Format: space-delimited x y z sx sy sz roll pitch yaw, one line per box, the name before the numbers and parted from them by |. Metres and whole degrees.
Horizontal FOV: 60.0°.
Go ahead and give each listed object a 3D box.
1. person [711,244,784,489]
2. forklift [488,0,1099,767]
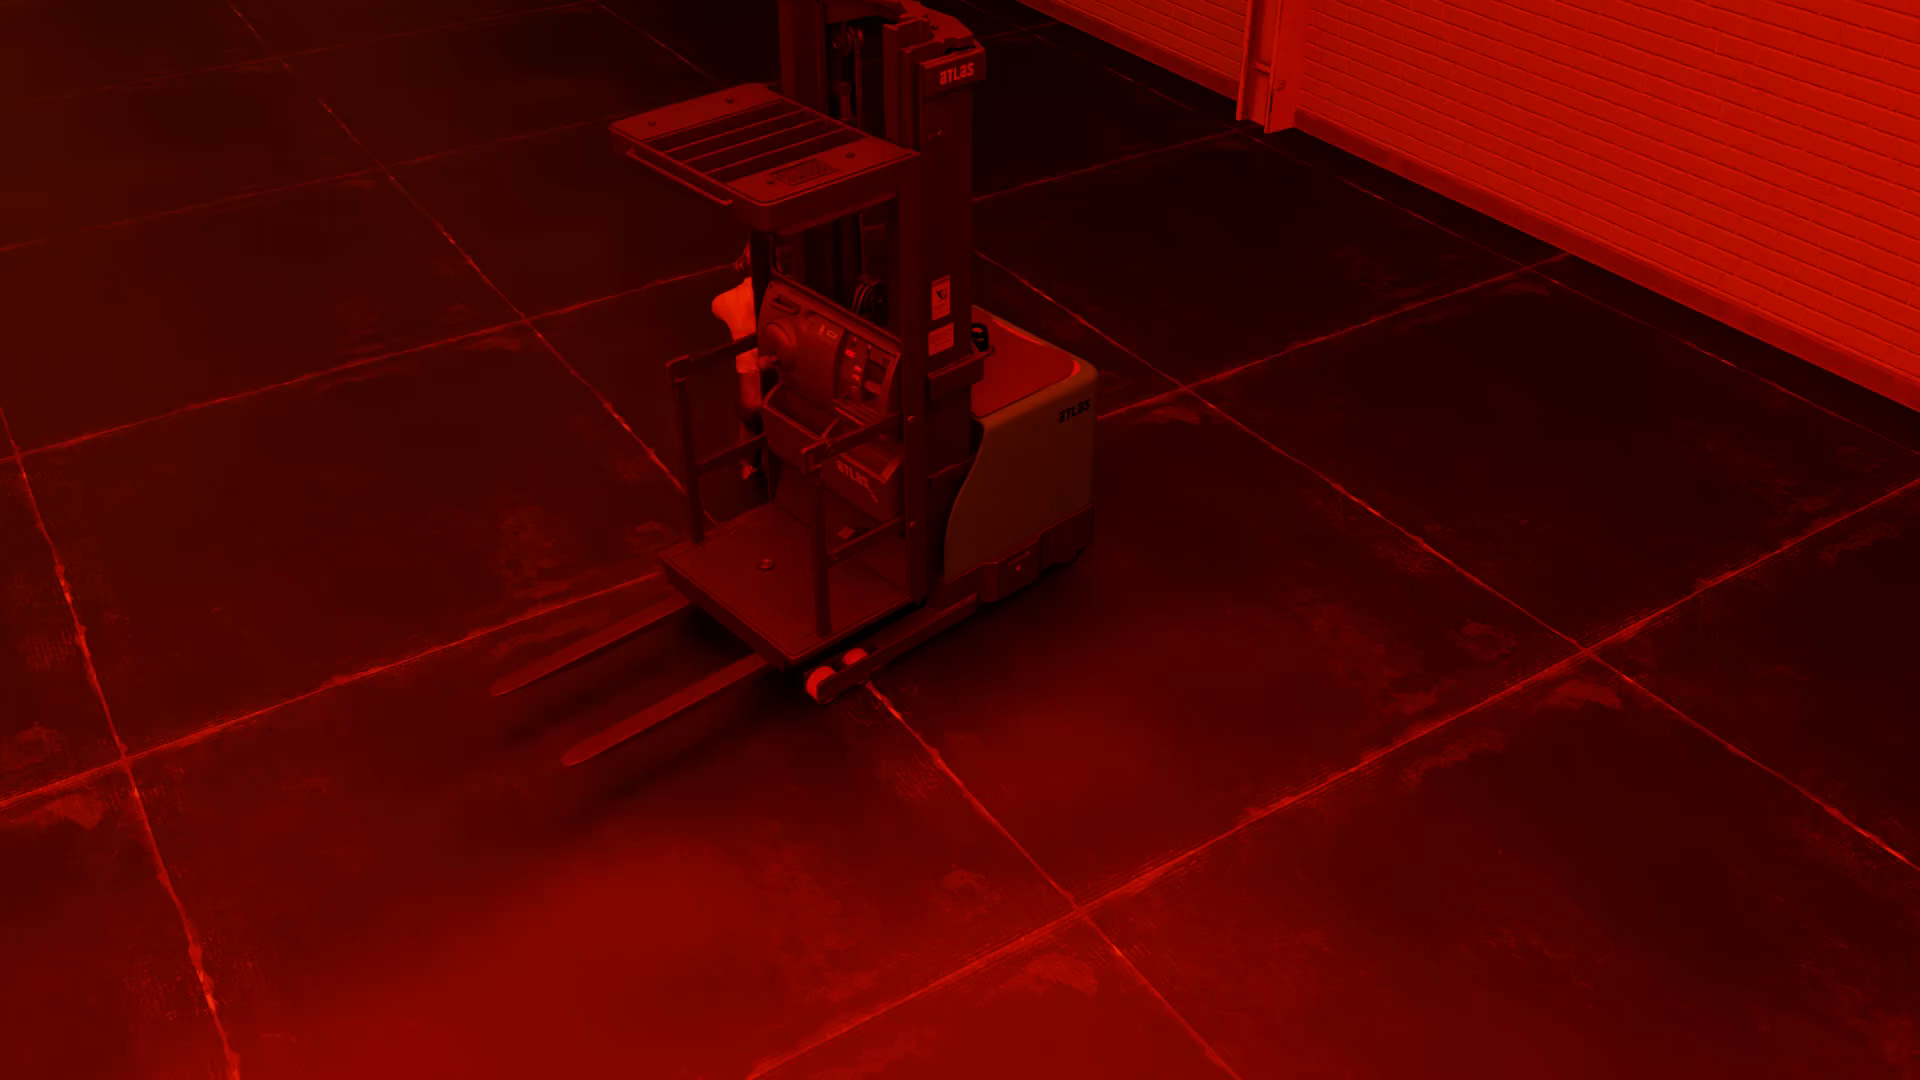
person | -0.959 -0.973 8.897 0.730 1.379 0.923 2 35 3
forklift | -0.745 -0.793 7.276 3.031 2.935 1.130 -27 43 -33
